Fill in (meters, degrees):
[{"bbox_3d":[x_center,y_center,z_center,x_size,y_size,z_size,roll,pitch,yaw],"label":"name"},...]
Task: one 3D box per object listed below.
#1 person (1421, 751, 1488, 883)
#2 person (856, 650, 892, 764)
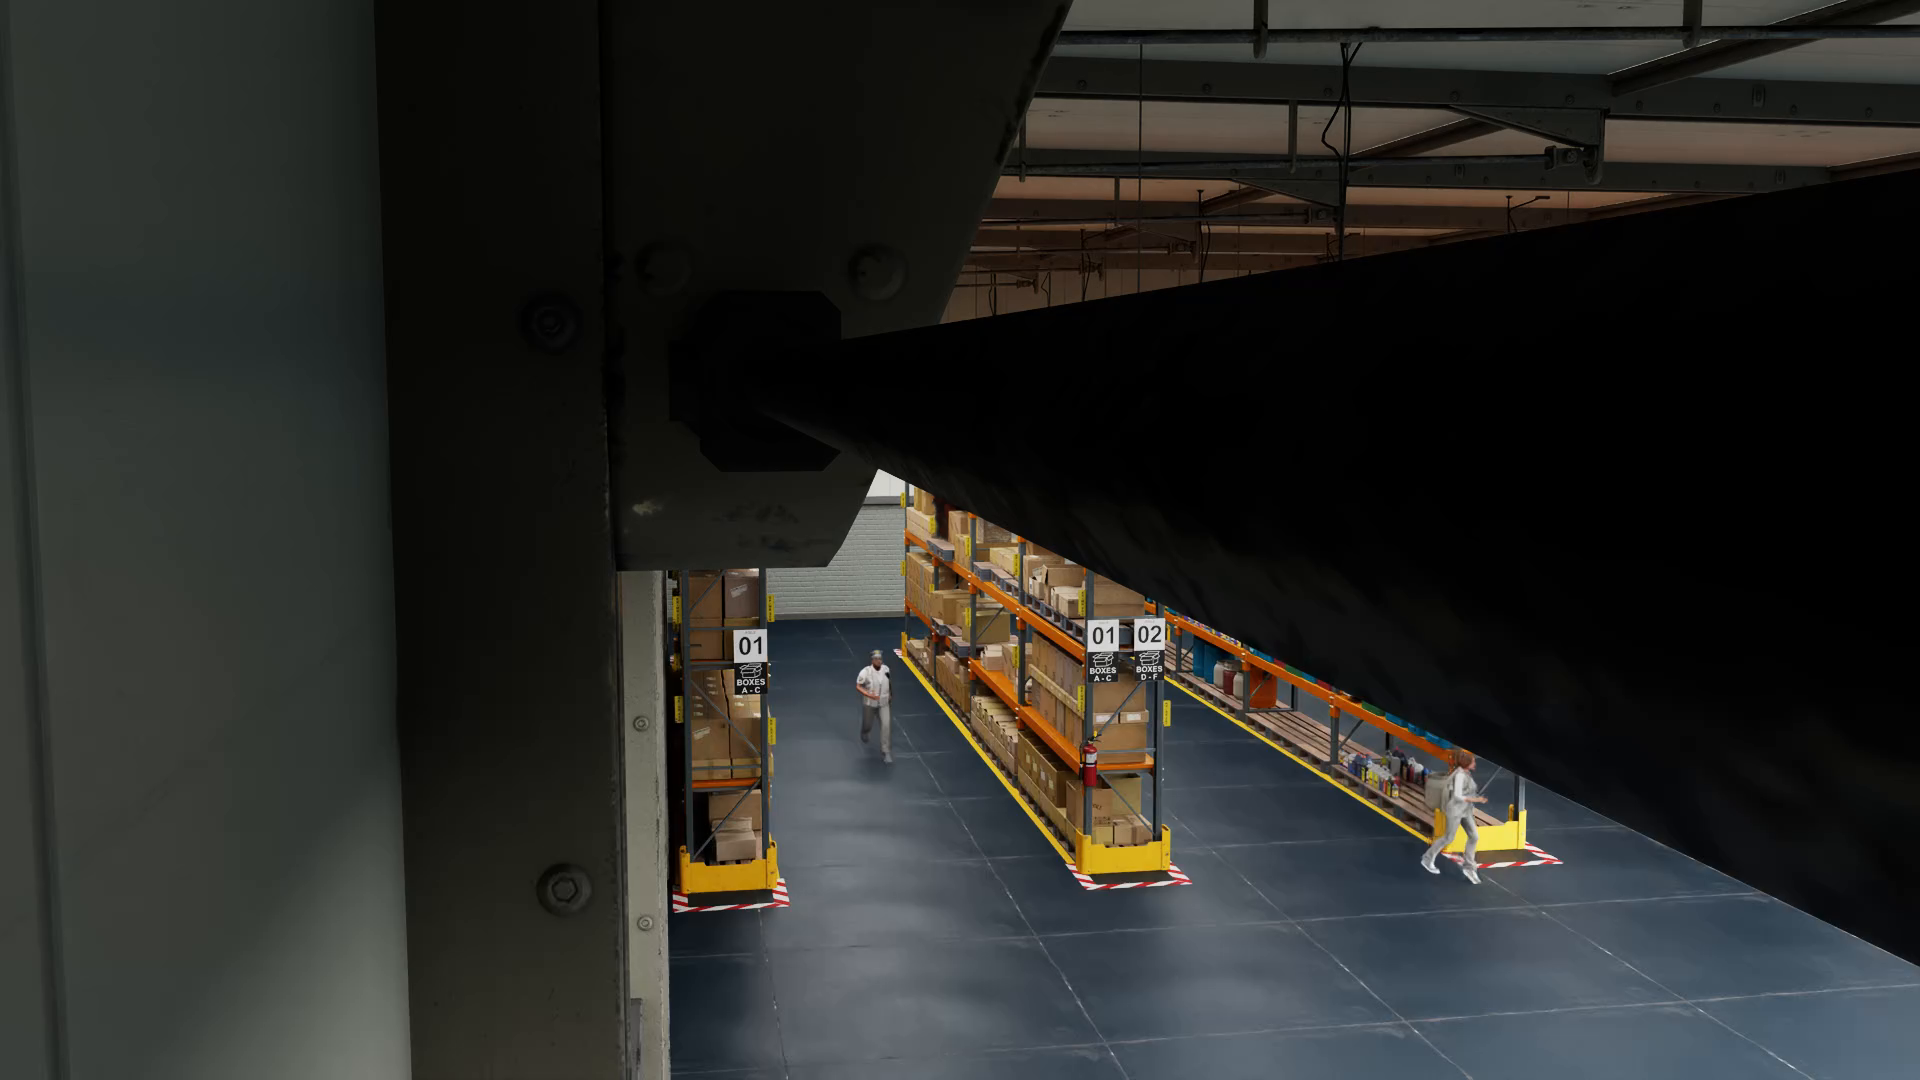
[{"bbox_3d":[6.140,3.416,20.604,0.779,1.640,0.516,4,7,35],"label":"person"},{"bbox_3d":[-1.393,2.664,27.048,0.630,1.798,1.139,-2,6,-17],"label":"person"}]
